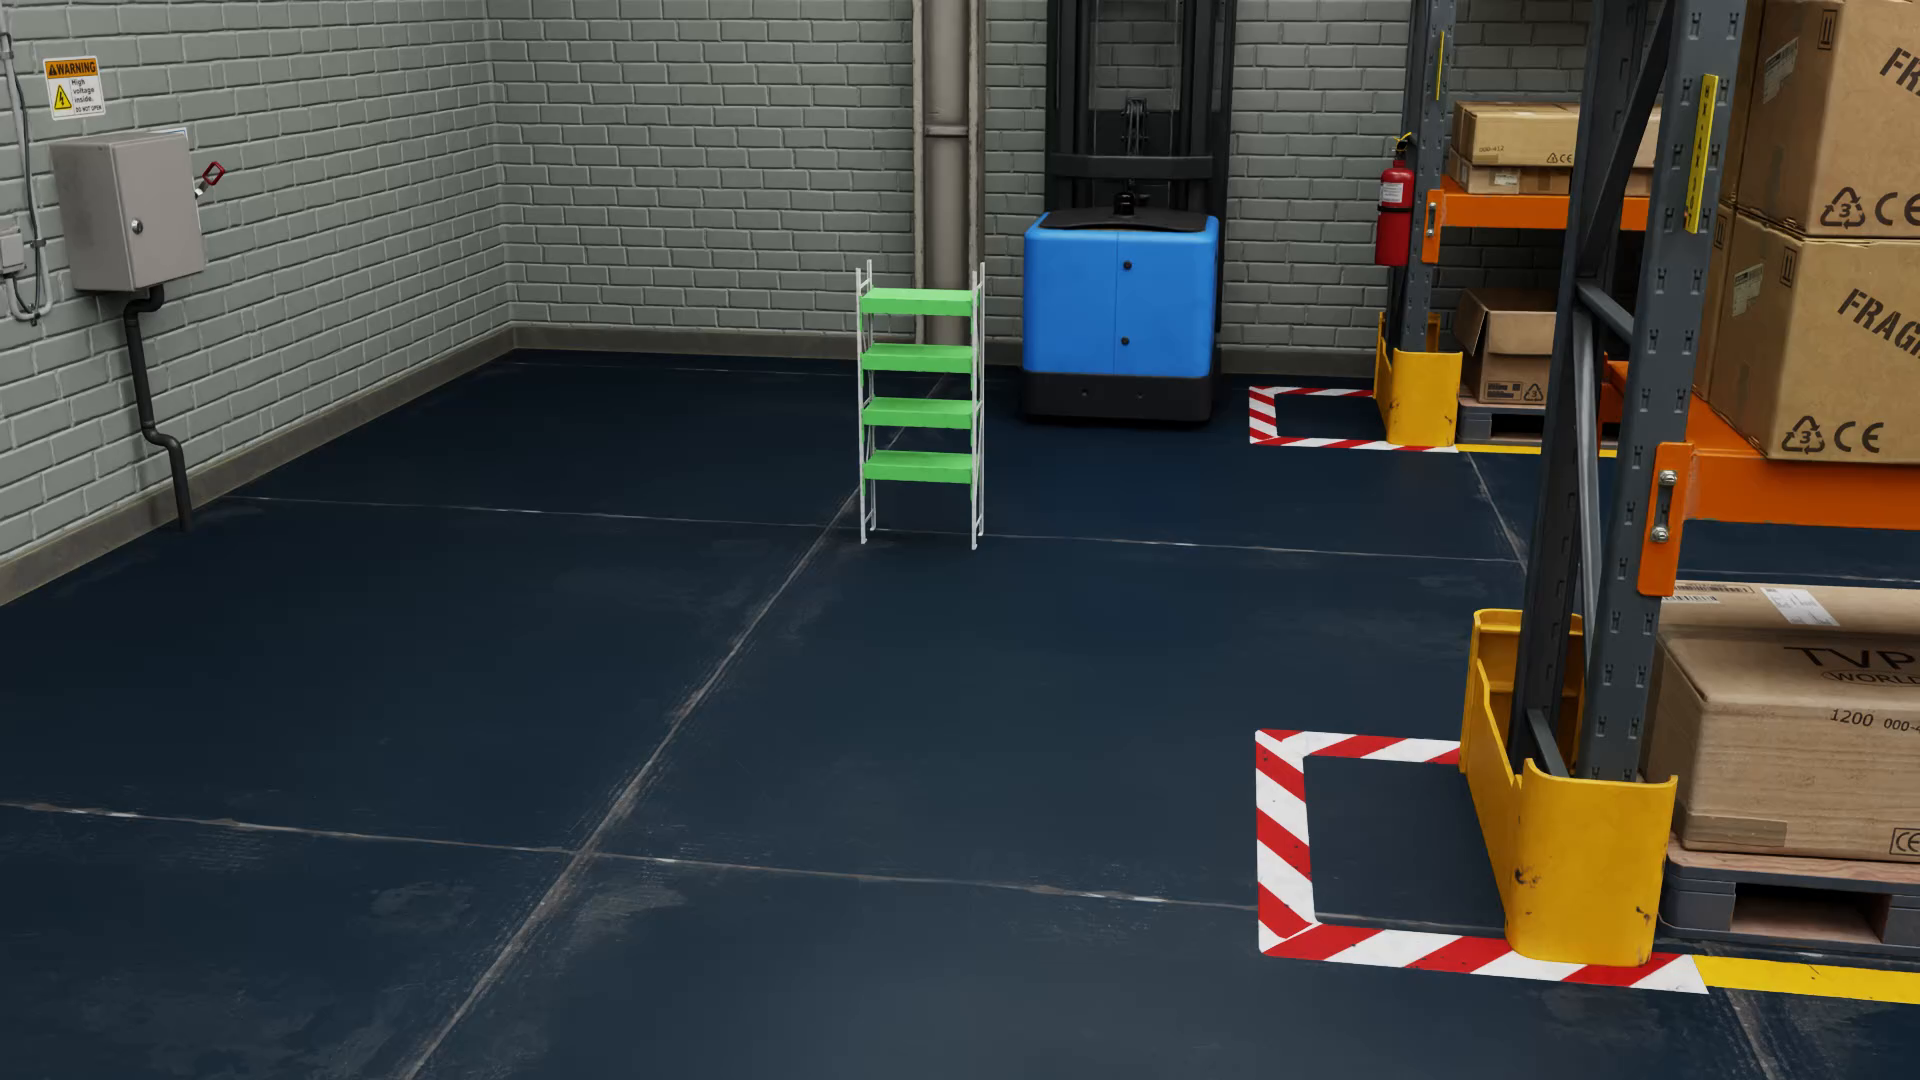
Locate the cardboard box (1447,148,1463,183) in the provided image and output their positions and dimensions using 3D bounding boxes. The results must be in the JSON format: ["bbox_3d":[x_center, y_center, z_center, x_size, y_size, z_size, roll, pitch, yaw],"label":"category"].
[{"bbox_3d":[2.824,-2.051,9.102,0.250,0.149,0.380,3,19,8],"label":"cardboard box"}]

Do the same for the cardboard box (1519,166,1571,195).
[{"bbox_3d":[2.994,-1.883,8.599,0.250,0.149,0.380,3,19,10],"label":"cardboard box"}]

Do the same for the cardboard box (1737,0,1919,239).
[{"bbox_3d":[2.100,-0.956,3.699,0.500,0.500,0.500,3,19,7],"label":"cardboard box"}]

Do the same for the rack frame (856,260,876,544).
[{"bbox_3d":[-0.404,-0.590,7.174,0.015,1.200,0.240,3,19,9],"label":"rack frame"}]

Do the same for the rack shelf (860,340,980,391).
[{"bbox_3d":[-0.163,-0.744,7.082,0.480,0.148,0.258,3,19,9],"label":"rack shelf"}]

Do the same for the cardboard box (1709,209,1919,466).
[{"bbox_3d":[2.099,-0.481,3.855,0.500,0.500,0.500,3,19,8],"label":"cardboard box"}]

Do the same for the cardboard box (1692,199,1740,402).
[{"bbox_3d":[2.189,-0.654,4.372,0.500,0.500,0.500,3,19,9],"label":"cardboard box"}]

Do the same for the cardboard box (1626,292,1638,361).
[{"bbox_3d":[3.881,-1.001,8.845,0.500,0.500,0.700,4,19,11],"label":"cardboard box"}]

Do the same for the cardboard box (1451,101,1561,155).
[{"bbox_3d":[2.951,-2.233,9.016,0.500,0.250,0.500,3,19,10],"label":"cardboard box"}]

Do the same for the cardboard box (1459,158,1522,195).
[{"bbox_3d":[2.736,-1.881,8.594,0.250,0.149,0.380,3,19,8],"label":"cardboard box"}]

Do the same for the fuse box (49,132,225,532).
[{"bbox_3d":[-3.423,-0.864,7.188,0.414,1.711,0.539,3,19,9],"label":"fuse box"}]

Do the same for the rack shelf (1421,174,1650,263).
[{"bbox_3d":[4.429,-1.661,8.674,4.000,0.370,1.077,3,19,9],"label":"rack shelf"}]

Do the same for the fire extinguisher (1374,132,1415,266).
[{"bbox_3d":[2.236,-1.752,8.521,0.183,0.674,0.296,3,19,9],"label":"fire extinguisher"}]

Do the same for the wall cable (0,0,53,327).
[{"bbox_3d":[-3.687,-1.751,6.207,0.122,1.984,0.588,3,19,9],"label":"wall cable"}]

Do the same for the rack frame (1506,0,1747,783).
[{"bbox_3d":[1.671,-0.548,4.212,0.127,3.000,1.000,3,19,9],"label":"rack frame"}]

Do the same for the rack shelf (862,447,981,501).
[{"bbox_3d":[-0.163,-0.289,7.234,0.480,0.148,0.258,3,19,9],"label":"rack shelf"}]

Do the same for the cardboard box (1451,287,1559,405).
[{"bbox_3d":[3.044,-1.058,9.009,0.637,0.503,0.797,2,19,6],"label":"cardboard box"}]

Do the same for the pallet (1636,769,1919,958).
[{"bbox_3d":[2.473,0.791,4.608,1.213,0.211,1.003,3,19,9],"label":"pallet"}]

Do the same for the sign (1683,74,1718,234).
[{"bbox_3d":[1.577,-0.822,3.544,0.005,0.325,0.100,3,19,9],"label":"sign"}]

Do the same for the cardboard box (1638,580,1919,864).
[{"bbox_3d":[2.339,0.470,4.547,0.875,0.438,0.875,2,19,7],"label":"cardboard box"}]

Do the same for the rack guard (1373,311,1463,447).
[{"bbox_3d":[2.530,-0.914,9.246,0.348,0.500,1.175,3,19,9],"label":"rack guard"}]

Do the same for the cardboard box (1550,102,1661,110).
[{"bbox_3d":[3.460,-2.206,8.938,0.500,0.250,0.500,3,19,9],"label":"cardboard box"}]

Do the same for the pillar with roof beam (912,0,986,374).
[{"bbox_3d":[-0.747,-4.017,5.127,0.400,9.000,9.100,3,19,9],"label":"pillar with roof beam"}]

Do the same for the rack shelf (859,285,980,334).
[{"bbox_3d":[-0.163,-0.972,7.006,0.480,0.148,0.258,3,19,9],"label":"rack shelf"}]

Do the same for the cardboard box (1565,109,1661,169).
[{"bbox_3d":[3.358,-2.040,8.441,0.500,0.250,0.500,3,19,9],"label":"cardboard box"}]

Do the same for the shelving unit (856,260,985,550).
[{"bbox_3d":[-0.163,-0.577,7.138,0.503,1.200,0.258,3,19,9],"label":"shelving unit"}]

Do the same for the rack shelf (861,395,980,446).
[{"bbox_3d":[-0.163,-0.517,7.158,0.480,0.148,0.258,3,19,9],"label":"rack shelf"}]

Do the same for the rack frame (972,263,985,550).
[{"bbox_3d":[0.077,-0.565,7.101,0.015,1.200,0.240,3,19,9],"label":"rack frame"}]

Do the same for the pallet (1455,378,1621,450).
[{"bbox_3d":[3.317,-0.737,9.172,1.213,0.211,1.003,3,19,9],"label":"pallet"}]

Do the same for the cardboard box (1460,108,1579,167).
[{"bbox_3d":[2.860,-2.066,8.517,0.500,0.250,0.500,3,19,9],"label":"cardboard box"}]

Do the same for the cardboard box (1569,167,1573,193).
[{"bbox_3d":[3.259,-1.881,8.592,0.250,0.149,0.380,3,19,8],"label":"cardboard box"}]

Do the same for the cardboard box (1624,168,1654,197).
[{"bbox_3d":[3.499,-1.849,8.497,0.250,0.149,0.380,4,19,10],"label":"cardboard box"}]

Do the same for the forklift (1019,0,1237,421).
[{"bbox_3d":[1.087,-2.459,10.034,1.130,2.935,3.031,3,19,9],"label":"forklift"}]

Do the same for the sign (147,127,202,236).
[{"bbox_3d":[-3.549,-1.595,7.492,0.001,0.494,0.329,3,19,9],"label":"sign"}]

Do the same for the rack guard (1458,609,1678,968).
[{"bbox_3d":[1.647,0.637,4.613,0.348,0.500,1.175,3,19,9],"label":"rack guard"}]

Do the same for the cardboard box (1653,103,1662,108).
[{"bbox_3d":[3.948,-2.180,8.859,0.500,0.250,0.500,4,19,10],"label":"cardboard box"}]

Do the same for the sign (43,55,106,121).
[{"bbox_3d":[-3.636,-1.860,6.832,0.001,0.242,0.339,3,19,9],"label":"sign"}]

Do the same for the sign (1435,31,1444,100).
[{"bbox_3d":[2.369,-2.343,8.215,0.005,0.325,0.100,3,19,9],"label":"sign"}]

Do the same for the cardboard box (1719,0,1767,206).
[{"bbox_3d":[2.185,-1.119,4.188,0.500,0.500,0.500,4,19,10],"label":"cardboard box"}]

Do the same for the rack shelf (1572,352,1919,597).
[{"bbox_3d":[3.646,-0.106,4.026,4.000,0.370,1.077,3,19,9],"label":"rack shelf"}]

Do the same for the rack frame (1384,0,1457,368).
[{"bbox_3d":[2.455,-2.103,8.860,0.127,3.000,1.000,3,19,9],"label":"rack frame"}]
